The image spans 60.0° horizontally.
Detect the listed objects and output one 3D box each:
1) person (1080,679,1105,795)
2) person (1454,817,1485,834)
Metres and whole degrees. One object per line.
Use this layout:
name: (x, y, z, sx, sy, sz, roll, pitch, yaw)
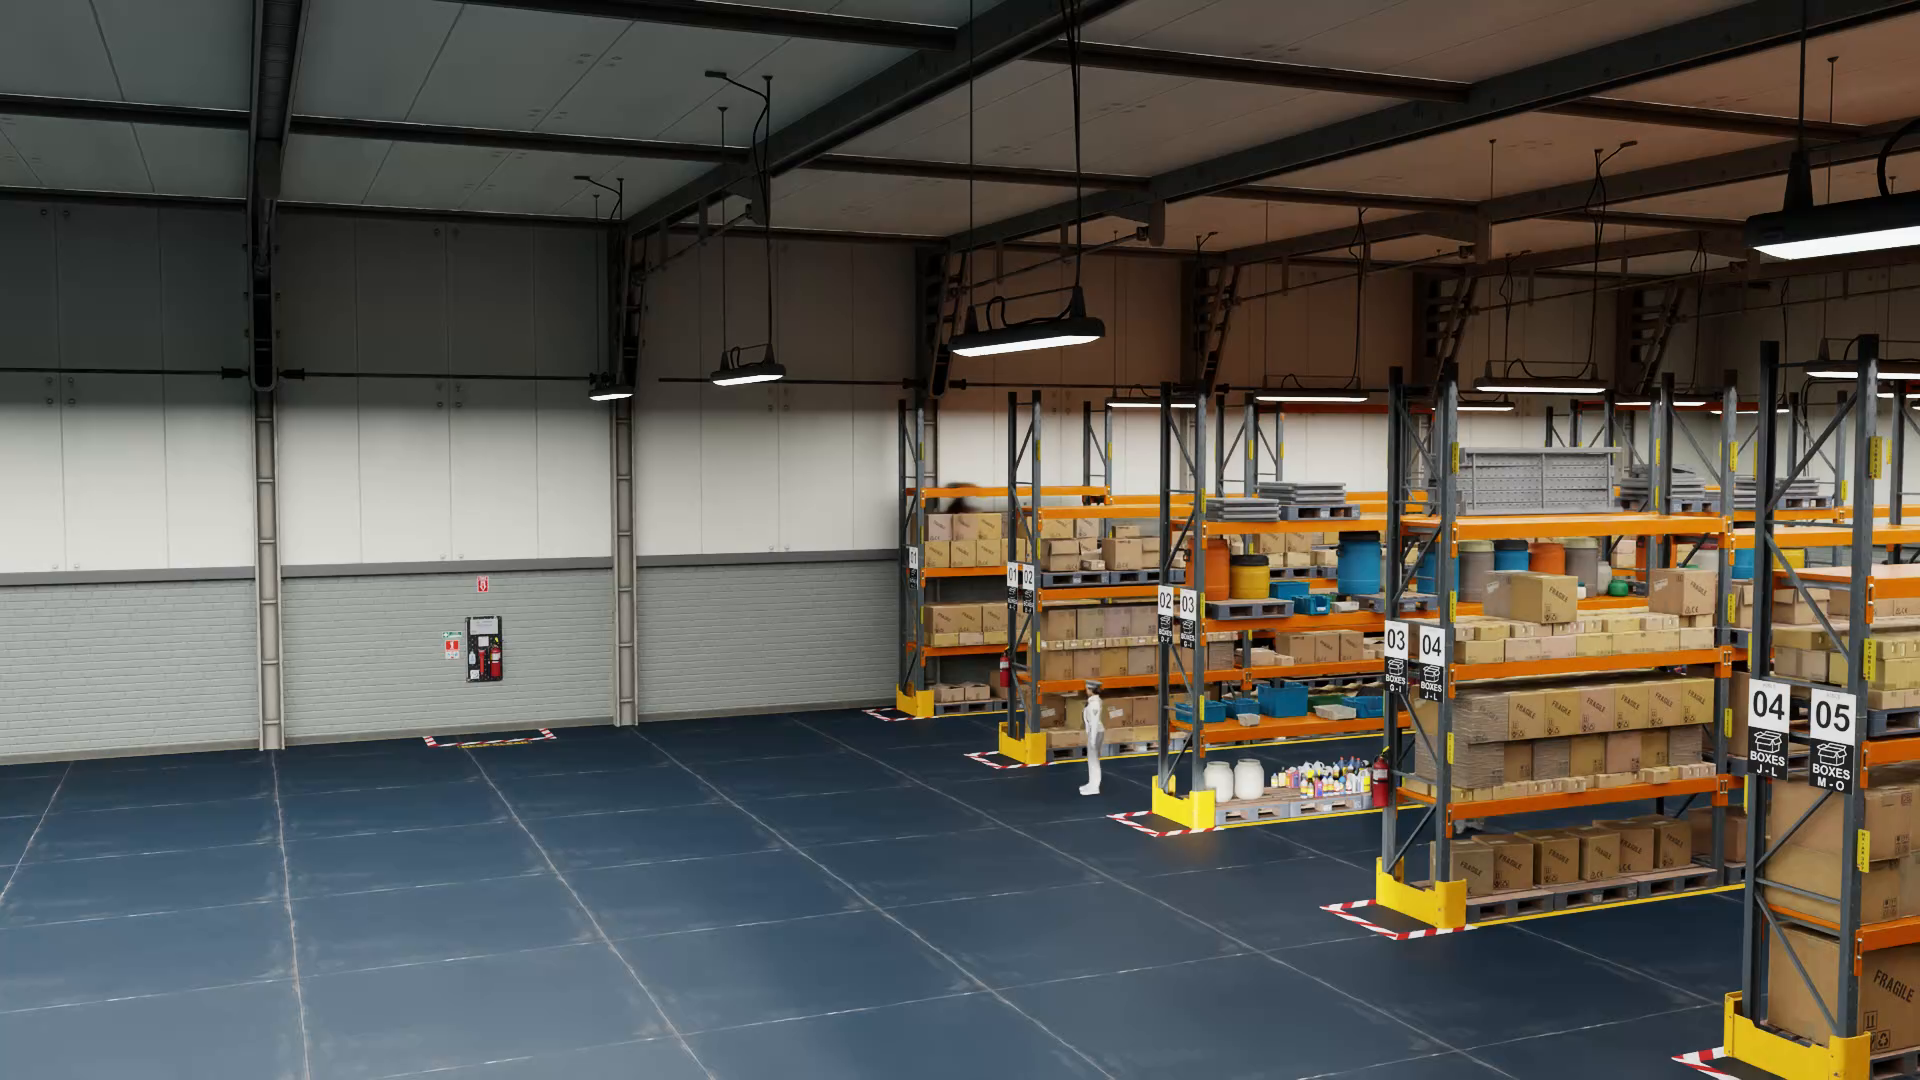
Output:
person: (1.953, 2.887, 24.509, 0.377, 1.678, 0.522, 0, 3, 6)
person: (6.720, 2.987, 22.028, 0.542, 1.778, 0.517, -1, 3, -15)
